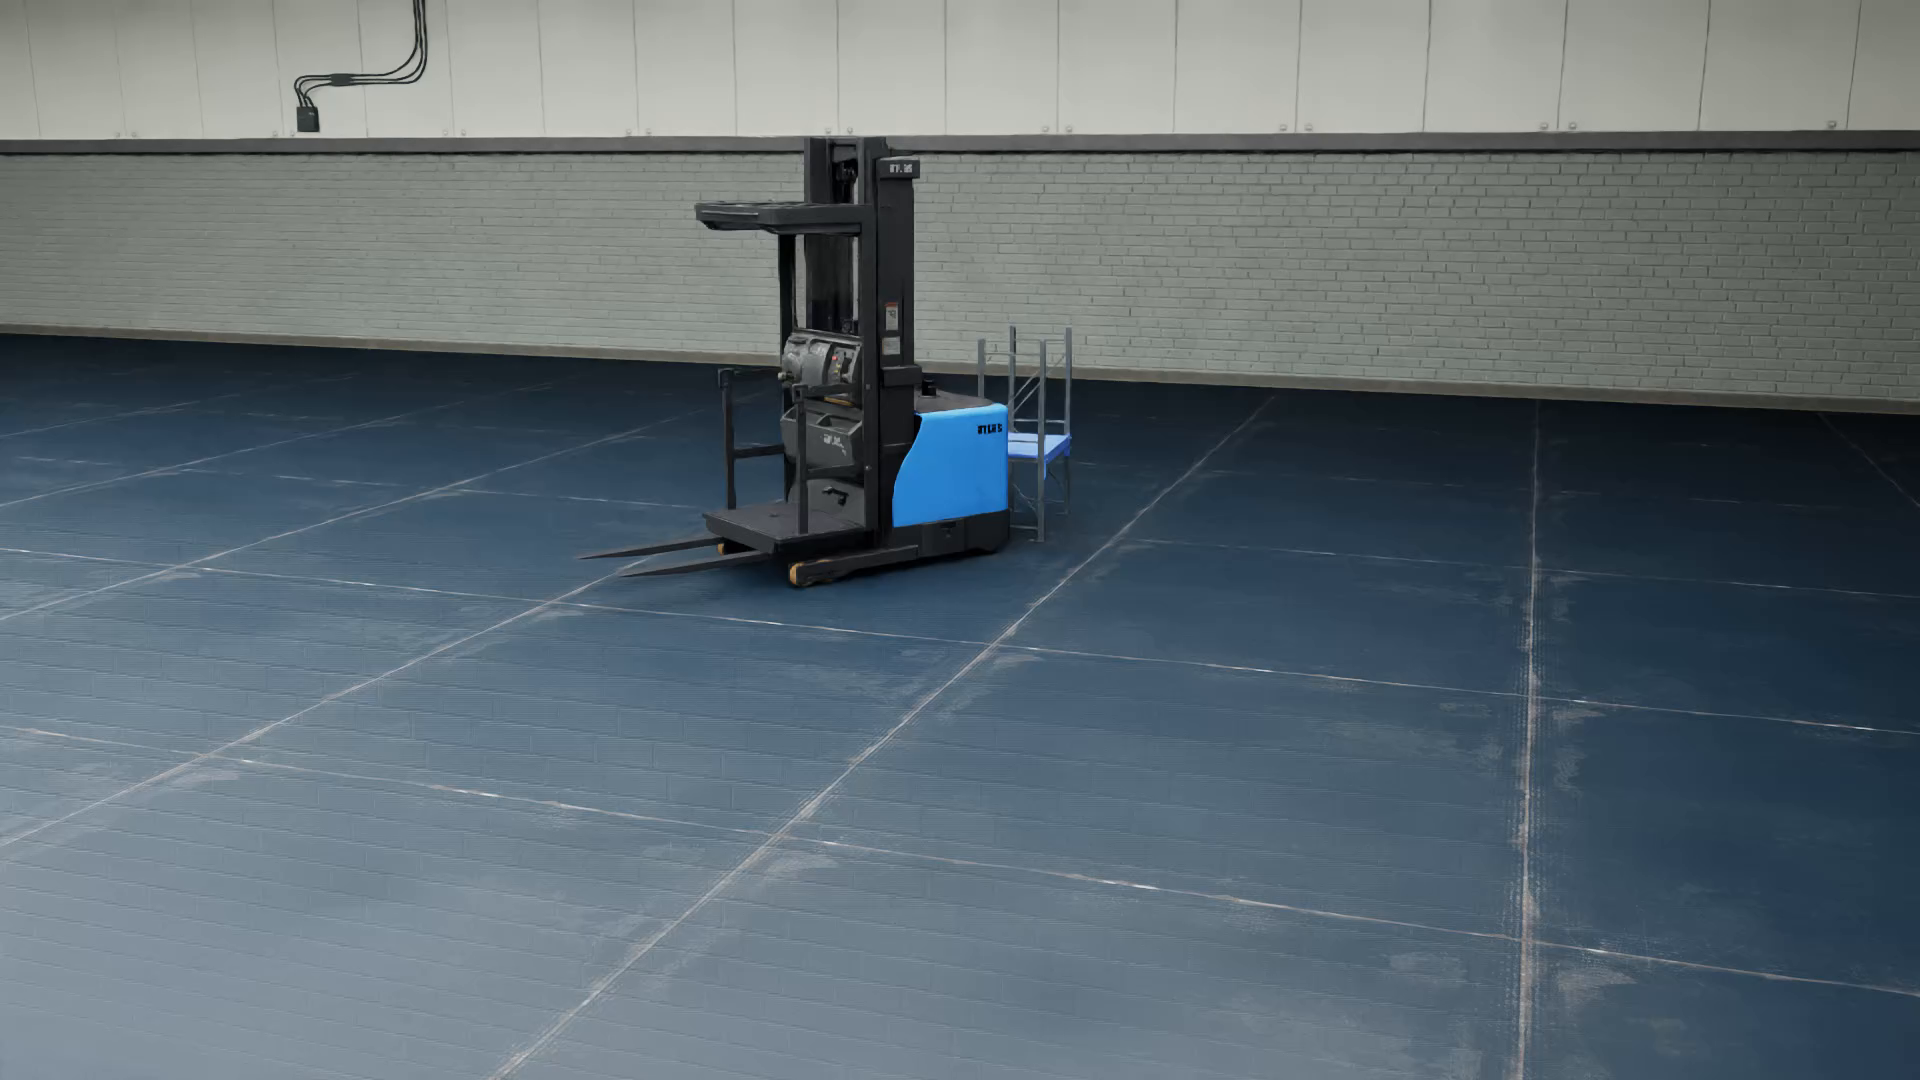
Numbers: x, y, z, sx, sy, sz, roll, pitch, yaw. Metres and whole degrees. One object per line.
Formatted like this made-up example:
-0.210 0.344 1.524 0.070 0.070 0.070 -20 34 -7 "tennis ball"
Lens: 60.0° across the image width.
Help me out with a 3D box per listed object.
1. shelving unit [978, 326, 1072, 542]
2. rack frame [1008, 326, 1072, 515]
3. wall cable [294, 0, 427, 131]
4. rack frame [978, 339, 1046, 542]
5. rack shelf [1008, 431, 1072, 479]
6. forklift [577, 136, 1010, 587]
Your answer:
0.508 -0.840 12.799 0.538 1.500 1.048 3 13 14 "shelving unit"
0.635 -0.950 13.279 0.500 1.500 0.032 3 13 14 "rack frame"
-8.722 -8.913 23.674 2.305 6.003 0.169 4 14 18 "wall cable"
0.381 -0.731 12.319 0.500 1.500 0.032 3 13 14 "rack frame"
0.508 -0.665 12.839 0.538 0.185 1.000 3 13 14 "rack shelf"
-1.124 -1.244 11.353 3.031 2.935 1.130 -9 16 -35 "forklift"
